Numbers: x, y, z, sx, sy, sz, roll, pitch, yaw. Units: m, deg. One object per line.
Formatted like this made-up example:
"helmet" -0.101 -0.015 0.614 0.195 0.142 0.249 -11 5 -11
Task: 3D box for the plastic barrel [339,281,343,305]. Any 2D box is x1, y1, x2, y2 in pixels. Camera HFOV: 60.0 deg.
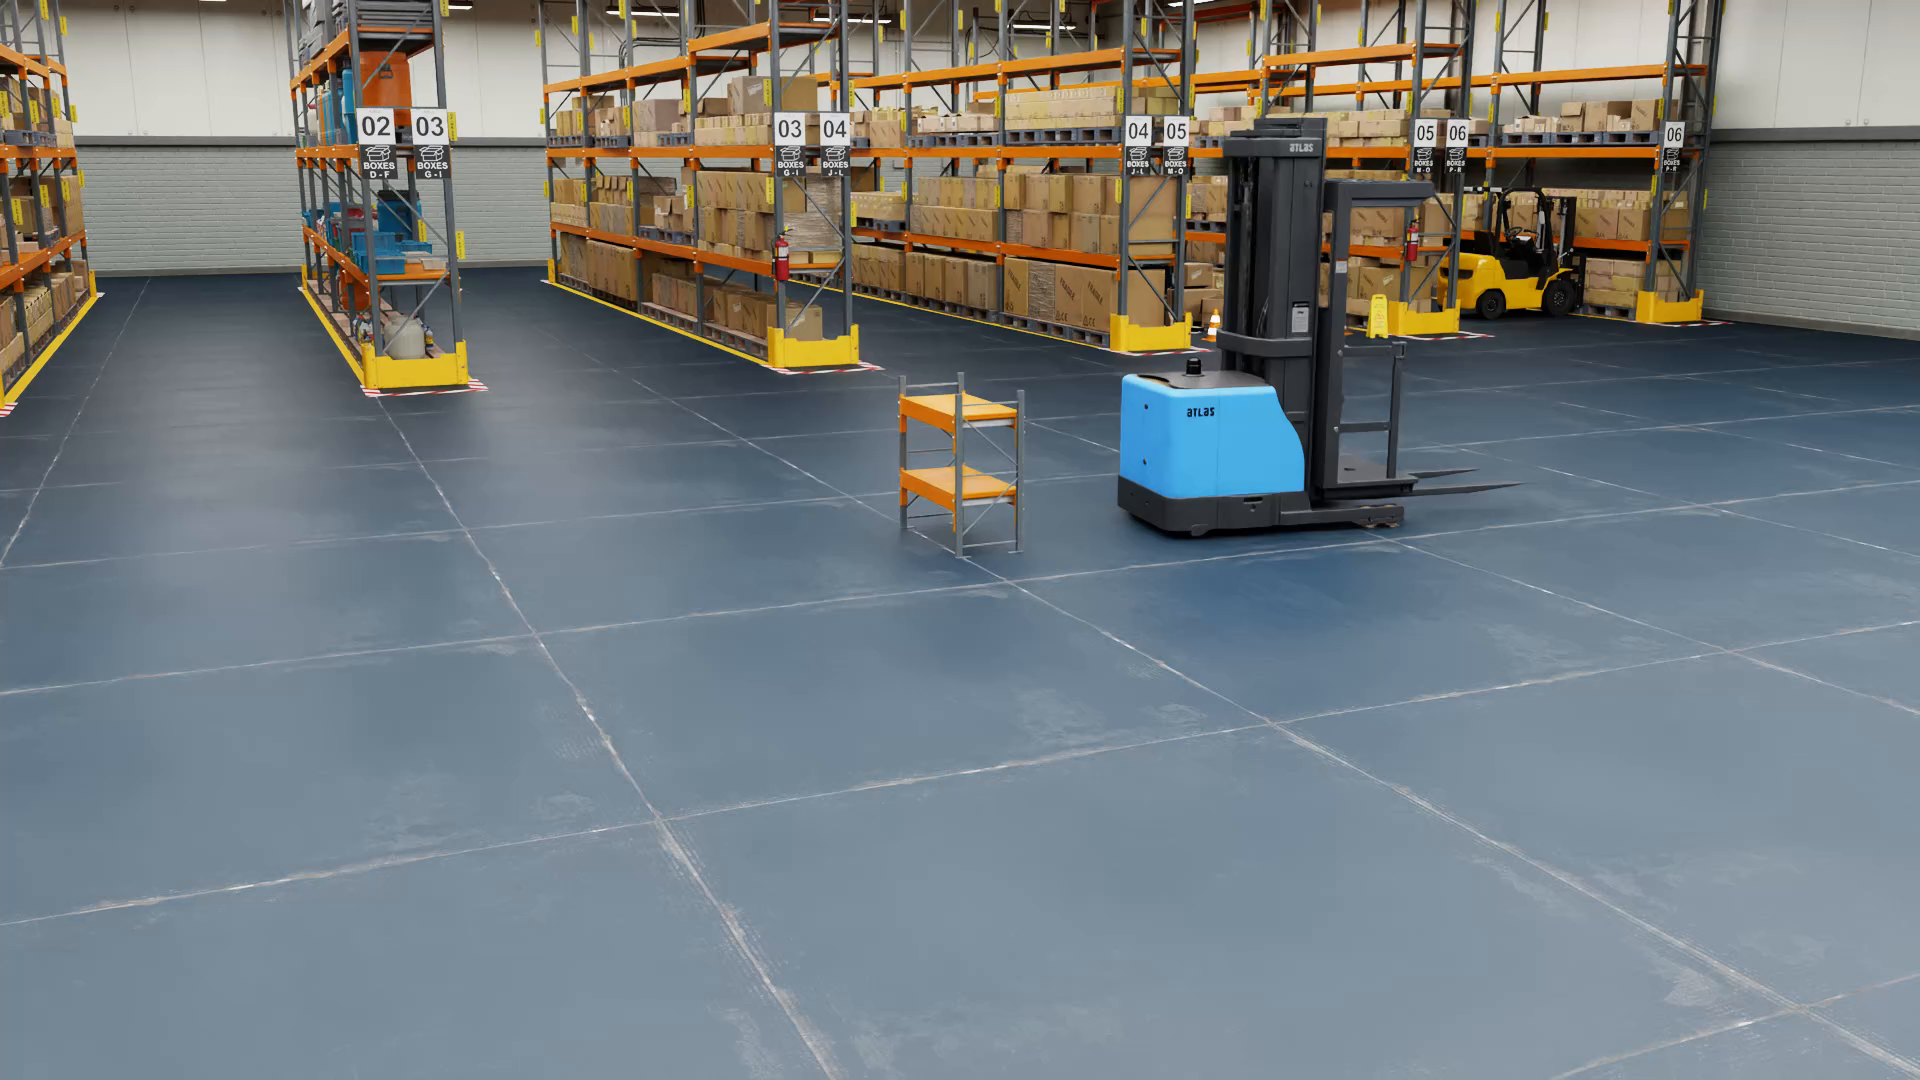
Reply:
"plastic barrel" -10.154 -4.164 27.795 0.421 0.512 0.421 0 13 0

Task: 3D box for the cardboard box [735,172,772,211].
"cardboard box" -2.742 -4.736 22.582 0.500 0.500 0.500 -6 14 -23

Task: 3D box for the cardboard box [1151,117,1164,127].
"cardboard box" 2.850 -5.877 23.362 0.380 0.149 0.250 -6 14 -23

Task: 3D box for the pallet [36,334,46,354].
"pallet" -13.395 -2.733 23.209 1.003 0.211 1.213 -6 14 -23

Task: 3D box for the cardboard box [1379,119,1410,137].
"cardboard box" 6.737 -6.268 25.318 0.500 0.250 0.500 -6 14 -24

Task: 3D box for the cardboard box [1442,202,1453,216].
"cardboard box" 9.490 -6.283 31.588 0.500 0.250 0.500 -6 14 -24

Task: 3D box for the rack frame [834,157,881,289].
"rack frame" -2.113 -6.664 34.011 1.000 3.000 0.127 -6 14 -23

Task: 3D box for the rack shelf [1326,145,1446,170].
"rack shelf" 6.388 -6.177 26.850 1.077 0.370 4.000 -6 14 -23

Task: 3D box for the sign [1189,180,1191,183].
"sign" 4.478 -6.882 32.561 0.100 0.325 0.005 -6 14 -23

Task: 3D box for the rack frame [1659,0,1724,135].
"rack frame" 11.735 -8.025 26.585 1.000 3.000 0.127 -6 14 -23

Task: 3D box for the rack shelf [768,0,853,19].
"rack shelf" -2.914 -11.269 34.827 1.077 0.370 4.000 -6 14 -23

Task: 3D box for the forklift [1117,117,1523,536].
"forklift" 2.776 -1.621 12.375 3.031 2.935 1.130 -4 14 -16

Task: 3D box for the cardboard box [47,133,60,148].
"cardboard box" -15.745 -6.854 28.513 0.500 0.250 0.500 -6 14 -23

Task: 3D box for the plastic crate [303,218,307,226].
"plastic crate" -12.717 -6.222 32.554 0.250 0.136 0.298 -6 14 -23

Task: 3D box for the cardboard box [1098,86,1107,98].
"cardboard box" 2.149 -6.256 23.233 0.380 0.149 0.250 -6 14 -23

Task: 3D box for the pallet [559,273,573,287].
"pallet" -7.908 -5.547 35.368 1.003 0.211 1.213 -6 14 -23

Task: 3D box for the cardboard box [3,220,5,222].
"cardboard box" -13.276 -4.111 22.760 0.500 0.500 0.500 -6 14 -23

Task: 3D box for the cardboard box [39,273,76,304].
"cardboard box" -15.316 -4.264 28.207 0.500 0.500 0.500 -6 14 -23

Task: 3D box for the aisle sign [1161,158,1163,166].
"aisle sign" 5.030 -9.662 41.198 0.394 0.787 0.004 -6 14 -23

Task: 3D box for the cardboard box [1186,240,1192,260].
"cardboard box" 5.791 -7.079 40.418 0.700 0.500 0.500 -5 14 -21

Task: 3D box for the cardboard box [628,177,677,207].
"cardboard box" -5.374 -6.101 29.130 0.797 0.503 0.637 -5 14 -21

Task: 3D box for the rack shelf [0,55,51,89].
"rack shelf" -14.975 -7.307 25.968 1.077 0.370 4.000 -6 14 -23

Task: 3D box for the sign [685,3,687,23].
"sign" -4.603 -8.878 28.025 0.100 0.325 0.005 -6 14 -23

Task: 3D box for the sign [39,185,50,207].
"sign" -13.667 -5.132 24.822 0.100 0.325 0.005 -6 14 -23

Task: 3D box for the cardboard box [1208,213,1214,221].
"cardboard box" 4.732 -5.855 30.141 0.380 0.149 0.250 -6 14 -23

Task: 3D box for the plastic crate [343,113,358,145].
"plastic crate" -7.469 -5.131 20.769 0.392 0.384 0.575 -6 14 -23

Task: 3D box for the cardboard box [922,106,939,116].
"cardboard box" -0.627 -7.936 30.934 0.396 0.266 0.258 -6 14 -23

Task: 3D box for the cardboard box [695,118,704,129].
"cardboard box" -3.646 -6.072 24.248 0.380 0.149 0.250 -6 14 -25

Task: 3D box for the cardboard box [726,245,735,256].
"cardboard box" -3.070 -4.082 23.410 0.380 0.149 0.250 -6 14 -23

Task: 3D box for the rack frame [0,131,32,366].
"rack frame" -12.572 -3.690 21.162 1.000 3.000 0.127 -6 14 -23

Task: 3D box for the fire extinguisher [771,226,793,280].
"fire extinguisher" -2.268 -3.655 21.181 0.296 0.674 0.183 -6 14 -23

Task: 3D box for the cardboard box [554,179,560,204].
"cardboard box" -8.155 -7.274 34.655 0.500 0.500 0.500 -6 14 -24

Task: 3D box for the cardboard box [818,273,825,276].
"cardboard box" -2.775 -5.640 34.978 0.380 0.149 0.250 -6 14 -25

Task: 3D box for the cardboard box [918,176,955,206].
"cardboard box" -0.340 -6.280 29.912 0.700 0.500 0.500 -6 14 -23

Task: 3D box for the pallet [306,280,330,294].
"pallet" -12.544 -5.084 33.367 1.003 0.211 1.213 -6 14 -23

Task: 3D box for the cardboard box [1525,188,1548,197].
"cardboard box" 10.296 -6.185 29.622 0.380 0.149 0.250 -5 14 -22

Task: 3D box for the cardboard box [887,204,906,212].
"cardboard box" -1.126 -6.126 30.651 0.380 0.149 0.250 -5 14 -22

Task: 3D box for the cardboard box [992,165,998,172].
"cardboard box" 0.959 -8.548 38.271 0.380 0.149 0.250 -6 14 -25

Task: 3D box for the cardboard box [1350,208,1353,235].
"cardboard box" 6.325 -5.141 26.550 0.500 0.500 0.500 -6 14 -23

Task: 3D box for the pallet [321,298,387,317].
"pallet" -10.473 -4.016 28.752 1.003 0.211 1.213 -6 14 -23

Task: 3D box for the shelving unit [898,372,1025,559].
"shelving unit" -0.003 -0.549 11.749 0.538 1.125 1.048 -6 14 -23

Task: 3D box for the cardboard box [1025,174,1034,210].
"cardboard box" 1.535 -5.428 25.943 0.875 0.550 0.550 -6 14 -23

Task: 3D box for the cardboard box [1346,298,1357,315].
"cardboard box" 6.418 -3.768 26.666 0.500 0.250 0.500 -6 14 -23

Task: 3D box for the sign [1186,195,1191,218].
"sign" 3.205 -4.694 23.404 0.100 0.325 0.005 -6 14 -23

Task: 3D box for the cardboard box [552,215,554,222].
"cardboard box" -8.461 -6.838 35.319 0.380 0.149 0.250 -5 14 -22

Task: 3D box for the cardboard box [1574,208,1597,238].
"cardboard box" 10.893 -5.443 28.511 0.500 0.500 0.500 -6 14 -24

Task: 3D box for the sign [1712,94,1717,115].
"sign" 12.246 -7.077 27.027 0.100 0.325 0.005 -6 14 -23

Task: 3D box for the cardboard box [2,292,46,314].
"cardboard box" -13.325 -3.358 23.648 0.500 0.311 0.500 -6 14 -23

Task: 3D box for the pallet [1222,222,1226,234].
"pallet" 5.414 -5.557 29.653 1.003 0.211 1.213 -6 14 -23

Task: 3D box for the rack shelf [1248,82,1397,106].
"rack shelf" 7.730 -9.545 35.638 1.077 0.370 4.000 -6 14 -23

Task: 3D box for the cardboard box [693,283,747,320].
"cardboard box" -3.720 -3.710 25.813 0.700 0.500 0.500 -7 15 -27

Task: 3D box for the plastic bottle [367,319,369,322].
"plastic bottle" -8.054 -2.868 22.657 0.061 0.283 0.133 -6 14 -23

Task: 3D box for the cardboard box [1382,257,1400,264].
"cardboard box" 9.037 -5.538 33.481 0.875 0.625 0.625 -5 14 -21

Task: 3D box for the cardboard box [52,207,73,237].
"cardboard box" -15.731 -5.522 28.853 0.500 0.500 0.500 -5 14 -21
